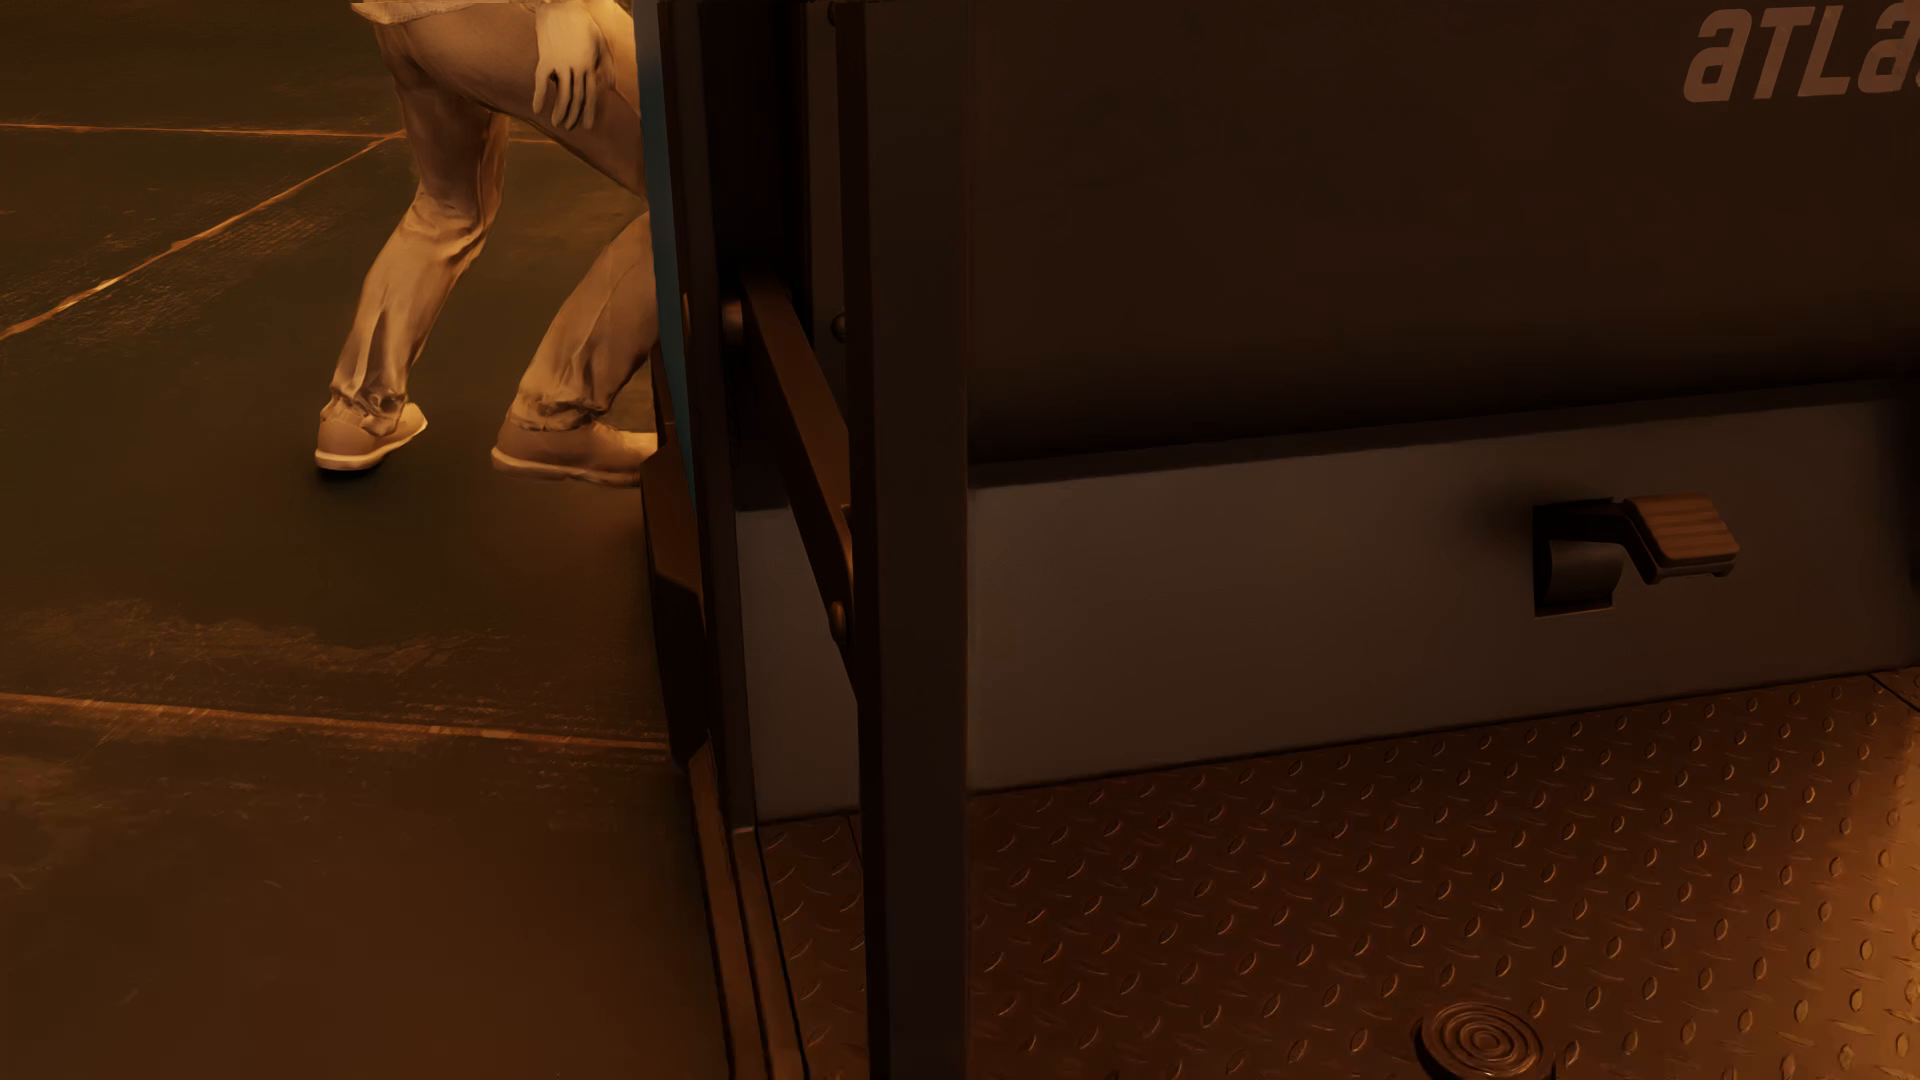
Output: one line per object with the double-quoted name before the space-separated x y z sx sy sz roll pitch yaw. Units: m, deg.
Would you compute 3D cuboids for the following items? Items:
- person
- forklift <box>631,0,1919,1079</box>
"person" -0.700 -0.789 2.367 0.573 1.566 0.856 -17 31 -30
"forklift" 0.399 -0.738 0.696 1.130 2.935 3.031 -6 27 -12
